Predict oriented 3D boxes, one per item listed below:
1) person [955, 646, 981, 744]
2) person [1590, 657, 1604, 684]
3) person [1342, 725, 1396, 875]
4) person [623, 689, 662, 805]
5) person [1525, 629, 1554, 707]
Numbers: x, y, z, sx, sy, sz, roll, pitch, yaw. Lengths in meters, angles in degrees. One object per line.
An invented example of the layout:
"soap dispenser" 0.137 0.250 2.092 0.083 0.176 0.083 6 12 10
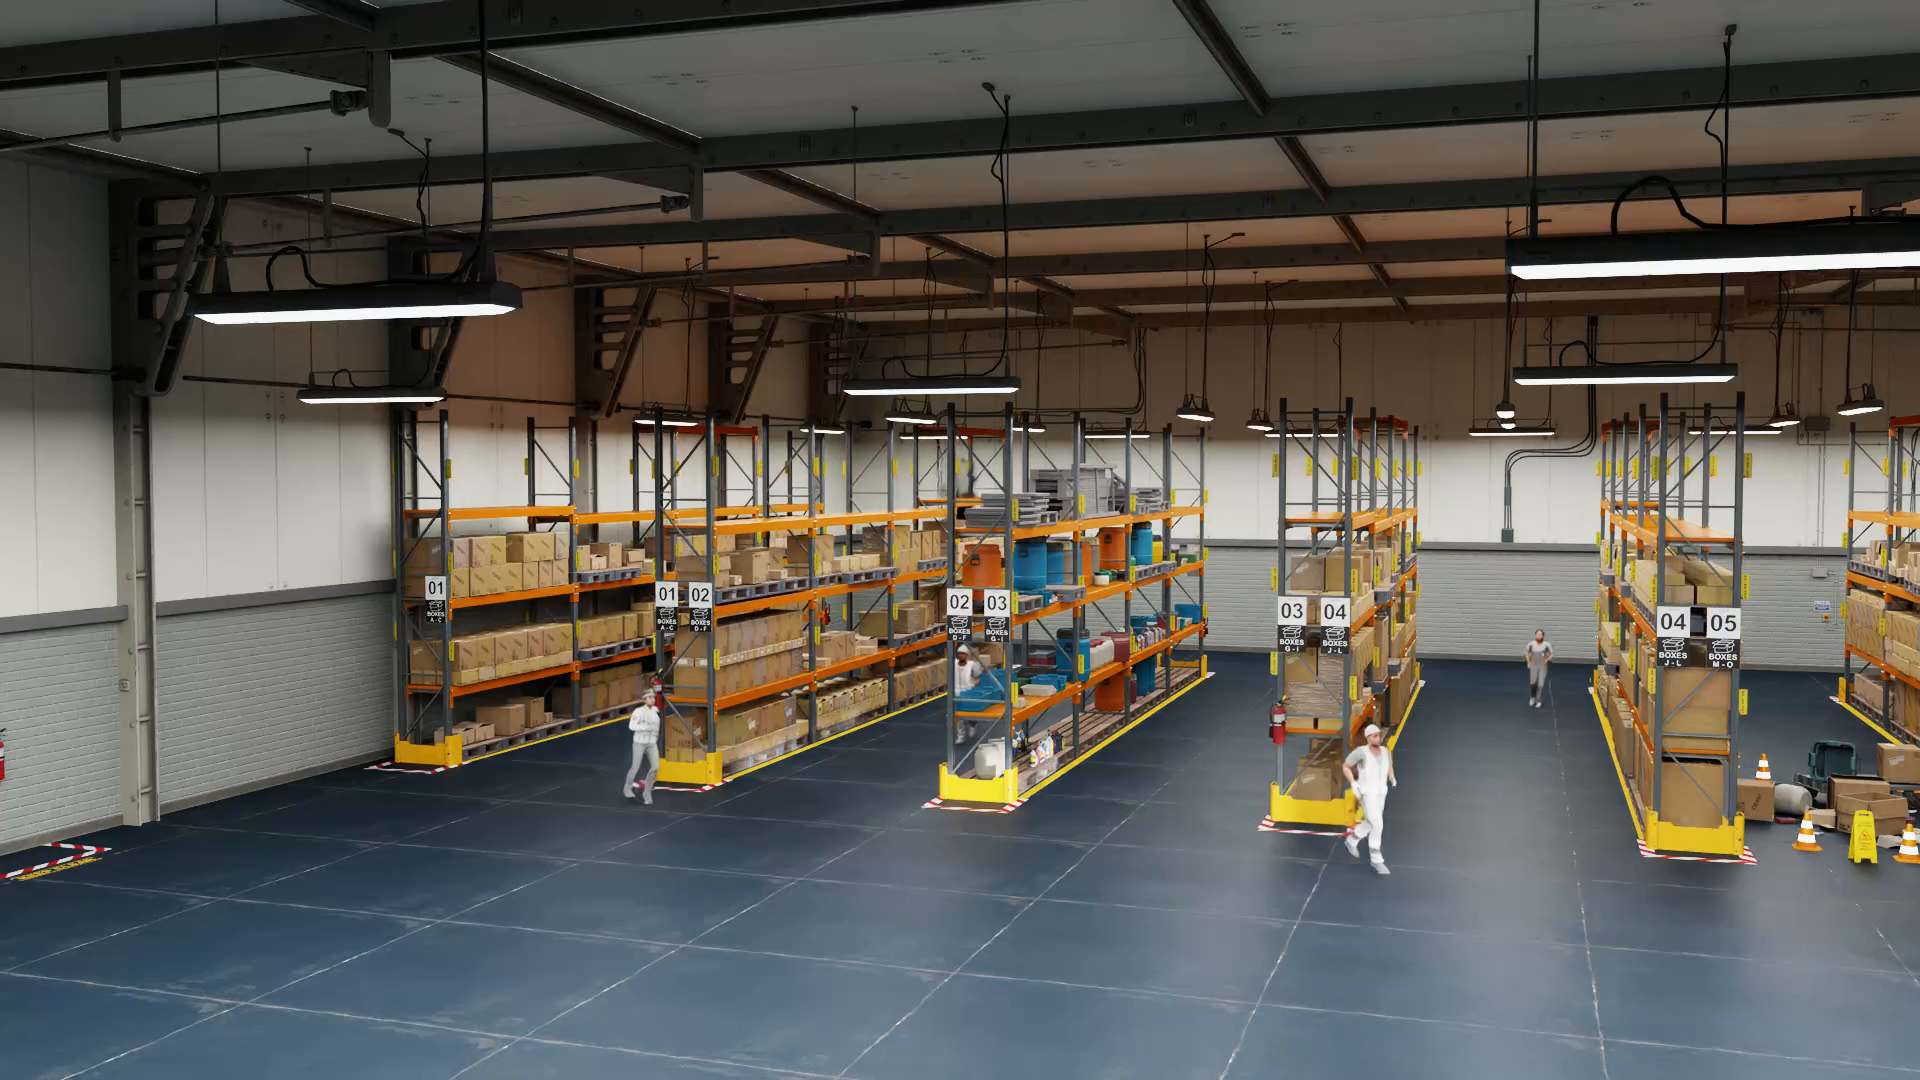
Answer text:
"person" 0.065 2.822 30.459 0.694 1.764 0.748 1 3 17
"person" 14.957 2.495 38.334 0.830 1.738 0.813 1 3 24
"person" 5.136 3.208 20.851 0.648 1.824 0.860 -1 3 -29
"person" -4.723 3.097 25.012 0.613 1.751 0.721 -2 3 -40
"person" 12.115 2.686 34.780 0.574 1.641 0.583 1 3 20
